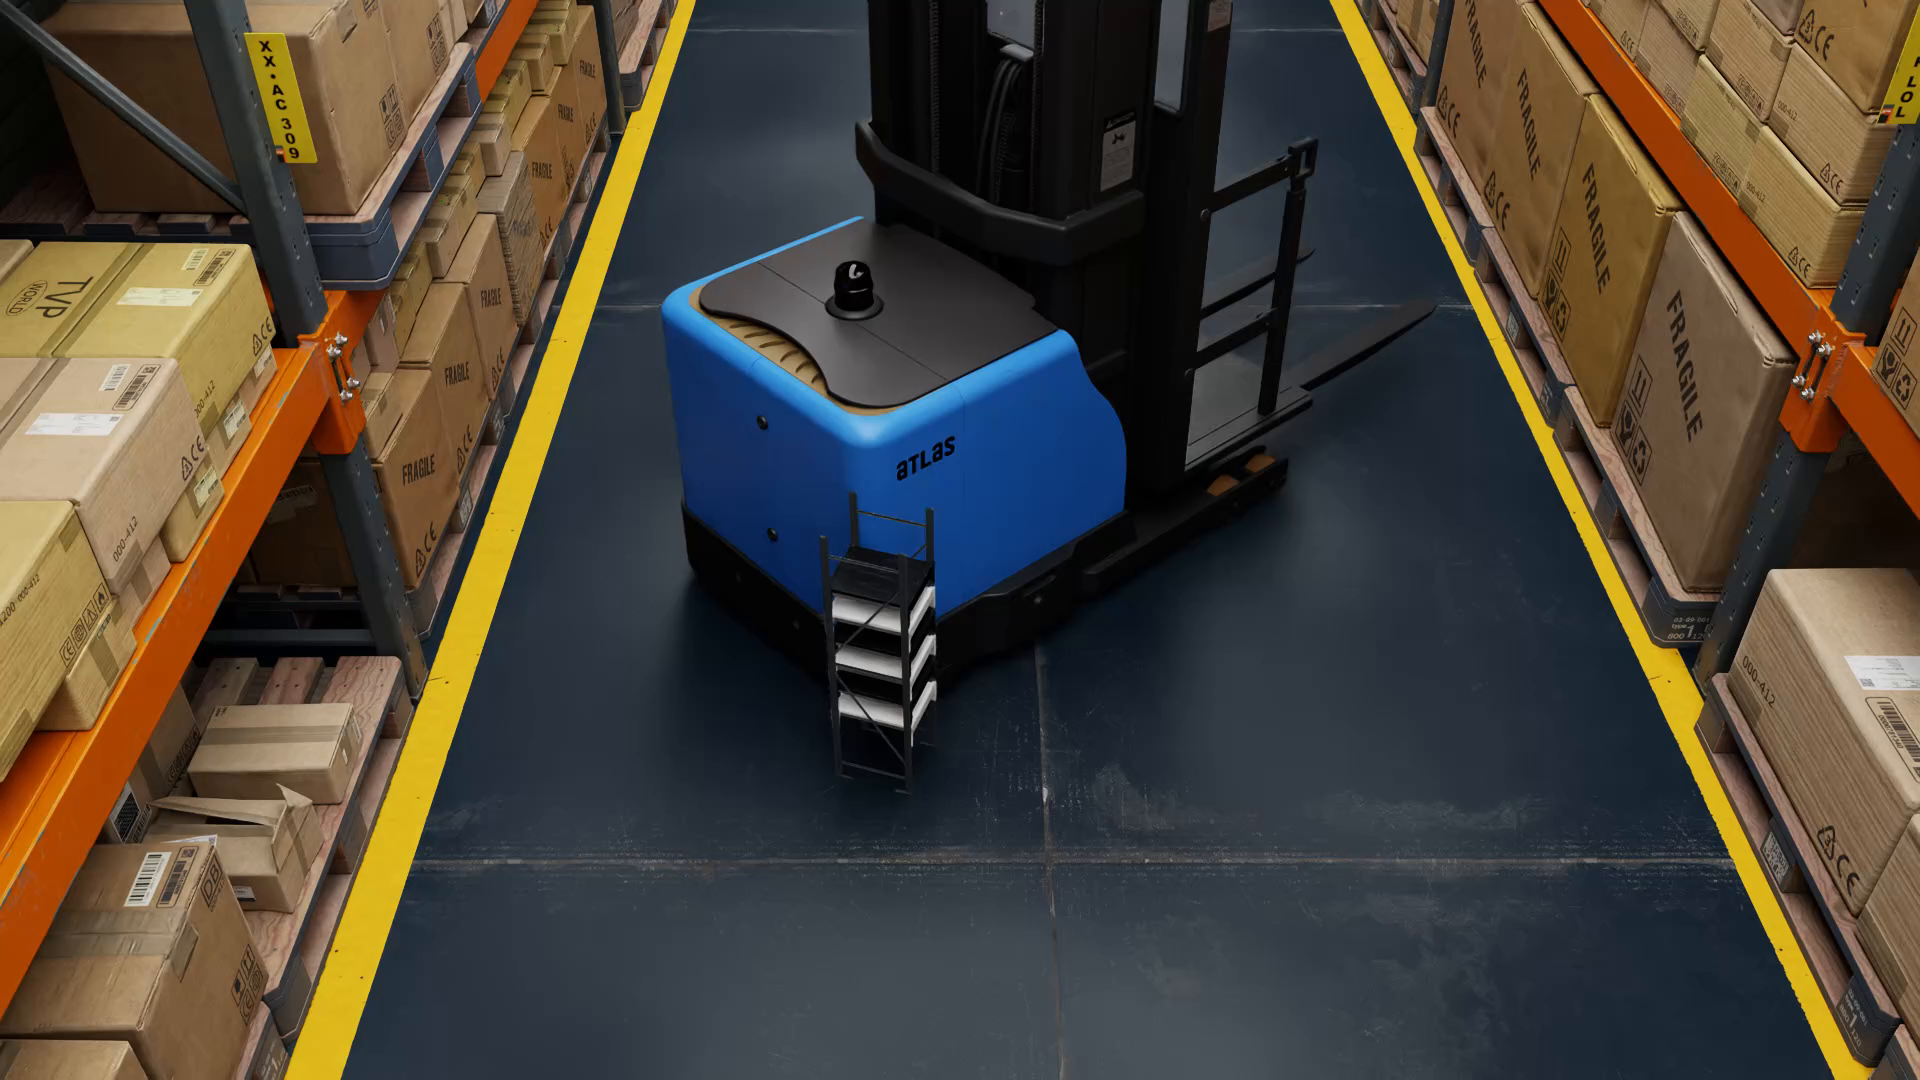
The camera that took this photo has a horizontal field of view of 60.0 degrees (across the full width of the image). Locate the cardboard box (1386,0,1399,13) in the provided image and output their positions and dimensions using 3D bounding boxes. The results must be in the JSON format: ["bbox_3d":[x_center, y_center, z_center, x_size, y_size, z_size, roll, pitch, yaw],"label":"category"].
[{"bbox_3d":[2.793,-3.170,9.072,0.950,0.372,0.625,-1,39,-1],"label":"cardboard box"}]

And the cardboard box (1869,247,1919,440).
[{"bbox_3d":[2.536,-0.461,3.846,0.500,0.500,0.500,1,39,1],"label":"cardboard box"}]

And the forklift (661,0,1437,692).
[{"bbox_3d":[0.528,-1.424,5.183,3.031,2.935,1.130,-29,47,-31],"label":"forklift"}]

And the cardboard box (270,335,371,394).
[{"bbox_3d":[-1.962,-0.491,4.871,0.380,0.149,0.250,-1,39,-1],"label":"cardboard box"}]

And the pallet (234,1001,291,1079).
[{"bbox_3d":[-2.163,1.573,3.618,1.003,0.211,1.213,0,39,0],"label":"pallet"}]

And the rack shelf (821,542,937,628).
[{"bbox_3d":[-0.218,0.120,4.501,0.258,0.077,0.200,12,40,15],"label":"rack shelf"}]

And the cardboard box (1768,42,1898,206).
[{"bbox_3d":[2.553,-1.127,4.478,0.500,0.250,0.500,0,39,0],"label":"cardboard box"}]

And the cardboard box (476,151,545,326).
[{"bbox_3d":[-1.943,-1.170,6.474,0.500,0.500,0.500,-1,39,-2],"label":"cardboard box"}]

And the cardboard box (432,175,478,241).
[{"bbox_3d":[-1.965,-1.192,5.983,0.380,0.149,0.250,1,39,2],"label":"cardboard box"}]

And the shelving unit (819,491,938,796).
[{"bbox_3d":[-0.218,0.305,4.650,0.258,0.900,0.210,12,40,15],"label":"shelving unit"}]

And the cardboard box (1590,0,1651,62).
[{"bbox_3d":[2.559,-1.894,5.835,0.500,0.250,0.500,0,39,0],"label":"cardboard box"}]

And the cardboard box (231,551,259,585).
[{"bbox_3d":[-2.463,-0.204,5.270,0.500,0.500,0.500,0,39,0],"label":"cardboard box"}]

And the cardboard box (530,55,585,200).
[{"bbox_3d":[-1.966,-1.822,7.288,0.500,0.500,0.500,-1,39,-1],"label":"cardboard box"}]

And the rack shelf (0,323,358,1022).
[{"bbox_3d":[-2.164,0.822,2.901,1.077,0.370,4.000,0,39,0],"label":"rack shelf"}]

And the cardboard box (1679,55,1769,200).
[{"bbox_3d":[2.545,-1.255,5.038,0.500,0.250,0.500,-1,39,-1],"label":"cardboard box"}]

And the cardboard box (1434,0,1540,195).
[{"bbox_3d":[2.710,-2.119,7.359,0.875,0.875,0.875,0,39,0],"label":"cardboard box"}]

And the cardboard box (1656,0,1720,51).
[{"bbox_3d":[2.539,-1.764,5.272,0.500,0.250,0.500,1,39,1],"label":"cardboard box"}]

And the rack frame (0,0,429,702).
[{"bbox_3d":[-2.167,-0.709,4.236,1.000,3.000,0.127,0,39,0],"label":"rack frame"}]

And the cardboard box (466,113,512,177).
[{"bbox_3d":[-1.944,-1.514,6.385,0.380,0.149,0.250,-2,39,-2],"label":"cardboard box"}]

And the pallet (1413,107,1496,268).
[{"bbox_3d":[2.718,-1.635,7.622,1.003,0.211,1.213,0,39,0],"label":"pallet"}]

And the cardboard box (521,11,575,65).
[{"bbox_3d":[-1.886,-2.173,7.207,0.380,0.149,0.250,-2,39,-2],"label":"cardboard box"}]

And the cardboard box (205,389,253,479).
[{"bbox_3d":[-1.892,-0.249,3.863,0.380,0.149,0.250,1,39,1],"label":"cardboard box"}]

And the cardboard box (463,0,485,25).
[{"bbox_3d":[-1.945,-2.029,5.468,0.700,0.500,0.500,0,39,0],"label":"cardboard box"}]

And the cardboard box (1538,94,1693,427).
[{"bbox_3d":[2.708,-1.002,5.965,0.875,0.875,0.875,1,39,1],"label":"cardboard box"}]

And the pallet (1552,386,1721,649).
[{"bbox_3d":[2.721,-0.109,5.718,1.003,0.211,1.213,0,39,0],"label":"pallet"}]

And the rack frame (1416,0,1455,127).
[{"bbox_3d":[2.792,-3.217,7.365,1.000,3.000,0.127,0,39,0],"label":"rack frame"}]

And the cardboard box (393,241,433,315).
[{"bbox_3d":[-2.004,-0.880,5.594,0.380,0.149,0.250,-1,39,-1],"label":"cardboard box"}]

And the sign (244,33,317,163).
[{"bbox_3d":[-1.624,-1.052,3.972,0.100,0.325,0.005,0,39,0],"label":"sign"}]

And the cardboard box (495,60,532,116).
[{"bbox_3d":[-1.975,-1.843,6.796,0.380,0.149,0.250,1,39,1],"label":"cardboard box"}]

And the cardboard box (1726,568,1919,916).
[{"bbox_3d":[2.690,0.514,4.424,0.875,0.438,0.875,-1,39,-1],"label":"cardboard box"}]

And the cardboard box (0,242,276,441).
[{"bbox_3d":[-1.922,-0.448,3.793,0.500,0.250,0.500,1,39,1],"label":"cardboard box"}]

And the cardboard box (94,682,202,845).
[{"bbox_3d":[-2.402,0.589,4.430,0.500,0.311,0.500,1,39,2],"label":"cardboard box"}]

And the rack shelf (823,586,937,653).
[{"bbox_3d":[-0.218,0.190,4.558,0.258,0.077,0.200,12,40,15],"label":"rack shelf"}]

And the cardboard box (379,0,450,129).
[{"bbox_3d":[-1.944,-1.539,4.856,0.700,0.500,0.500,0,39,0],"label":"cardboard box"}]

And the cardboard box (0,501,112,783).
[{"bbox_3d":[-1.919,0.177,3.013,0.500,0.250,0.500,0,39,0],"label":"cardboard box"}]

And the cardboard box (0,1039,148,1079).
[{"bbox_3d":[-1.931,1.356,3.322,0.500,0.500,0.500,1,39,1],"label":"cardboard box"}]

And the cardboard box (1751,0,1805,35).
[{"bbox_3d":[2.537,-1.747,4.652,0.500,0.500,0.500,1,39,1],"label":"cardboard box"}]

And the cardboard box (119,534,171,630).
[{"bbox_3d":[-1.894,0.077,3.456,0.380,0.149,0.250,1,39,1],"label":"cardboard box"}]

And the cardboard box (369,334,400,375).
[{"bbox_3d":[-1.979,-0.548,5.180,0.380,0.149,0.250,-1,39,-1],"label":"cardboard box"}]

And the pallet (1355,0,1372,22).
[{"bbox_3d":[2.794,-3.378,9.797,1.003,0.211,1.213,0,39,0],"label":"pallet"}]

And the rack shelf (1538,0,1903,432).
[{"bbox_3d":[2.795,-1.685,6.029,1.077,0.370,4.000,0,39,0],"label":"rack shelf"}]

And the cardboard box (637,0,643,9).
[{"bbox_3d":[-2.167,-3.247,8.966,0.875,0.625,0.625,1,39,1],"label":"cardboard box"}]

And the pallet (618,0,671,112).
[{"bbox_3d":[-2.133,-2.637,8.872,1.003,0.211,1.213,0,39,0],"label":"pallet"}]

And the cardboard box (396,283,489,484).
[{"bbox_3d":[-1.953,-0.533,5.680,0.500,0.500,0.500,-1,39,-1],"label":"cardboard box"}]

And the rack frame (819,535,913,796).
[{"bbox_3d":[-0.251,0.365,4.575,0.240,0.900,0.006,12,40,15],"label":"rack frame"}]

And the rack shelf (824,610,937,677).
[{"bbox_3d":[-0.218,0.261,4.614,0.258,0.077,0.200,12,40,15],"label":"rack shelf"}]

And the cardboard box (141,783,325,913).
[{"bbox_3d":[-1.872,0.765,4.247,0.396,0.266,0.258,1,39,2],"label":"cardboard box"}]

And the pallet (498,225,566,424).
[{"bbox_3d":[-2.210,-0.895,6.698,1.003,0.211,1.213,0,39,0],"label":"pallet"}]

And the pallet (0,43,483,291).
[{"bbox_3d":[-2.058,-1.134,4.920,1.003,0.211,1.213,0,39,0],"label":"pallet"}]

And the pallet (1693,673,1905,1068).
[{"bbox_3d":[2.720,0.849,4.522,1.003,0.211,1.213,0,39,0],"label":"pallet"}]
